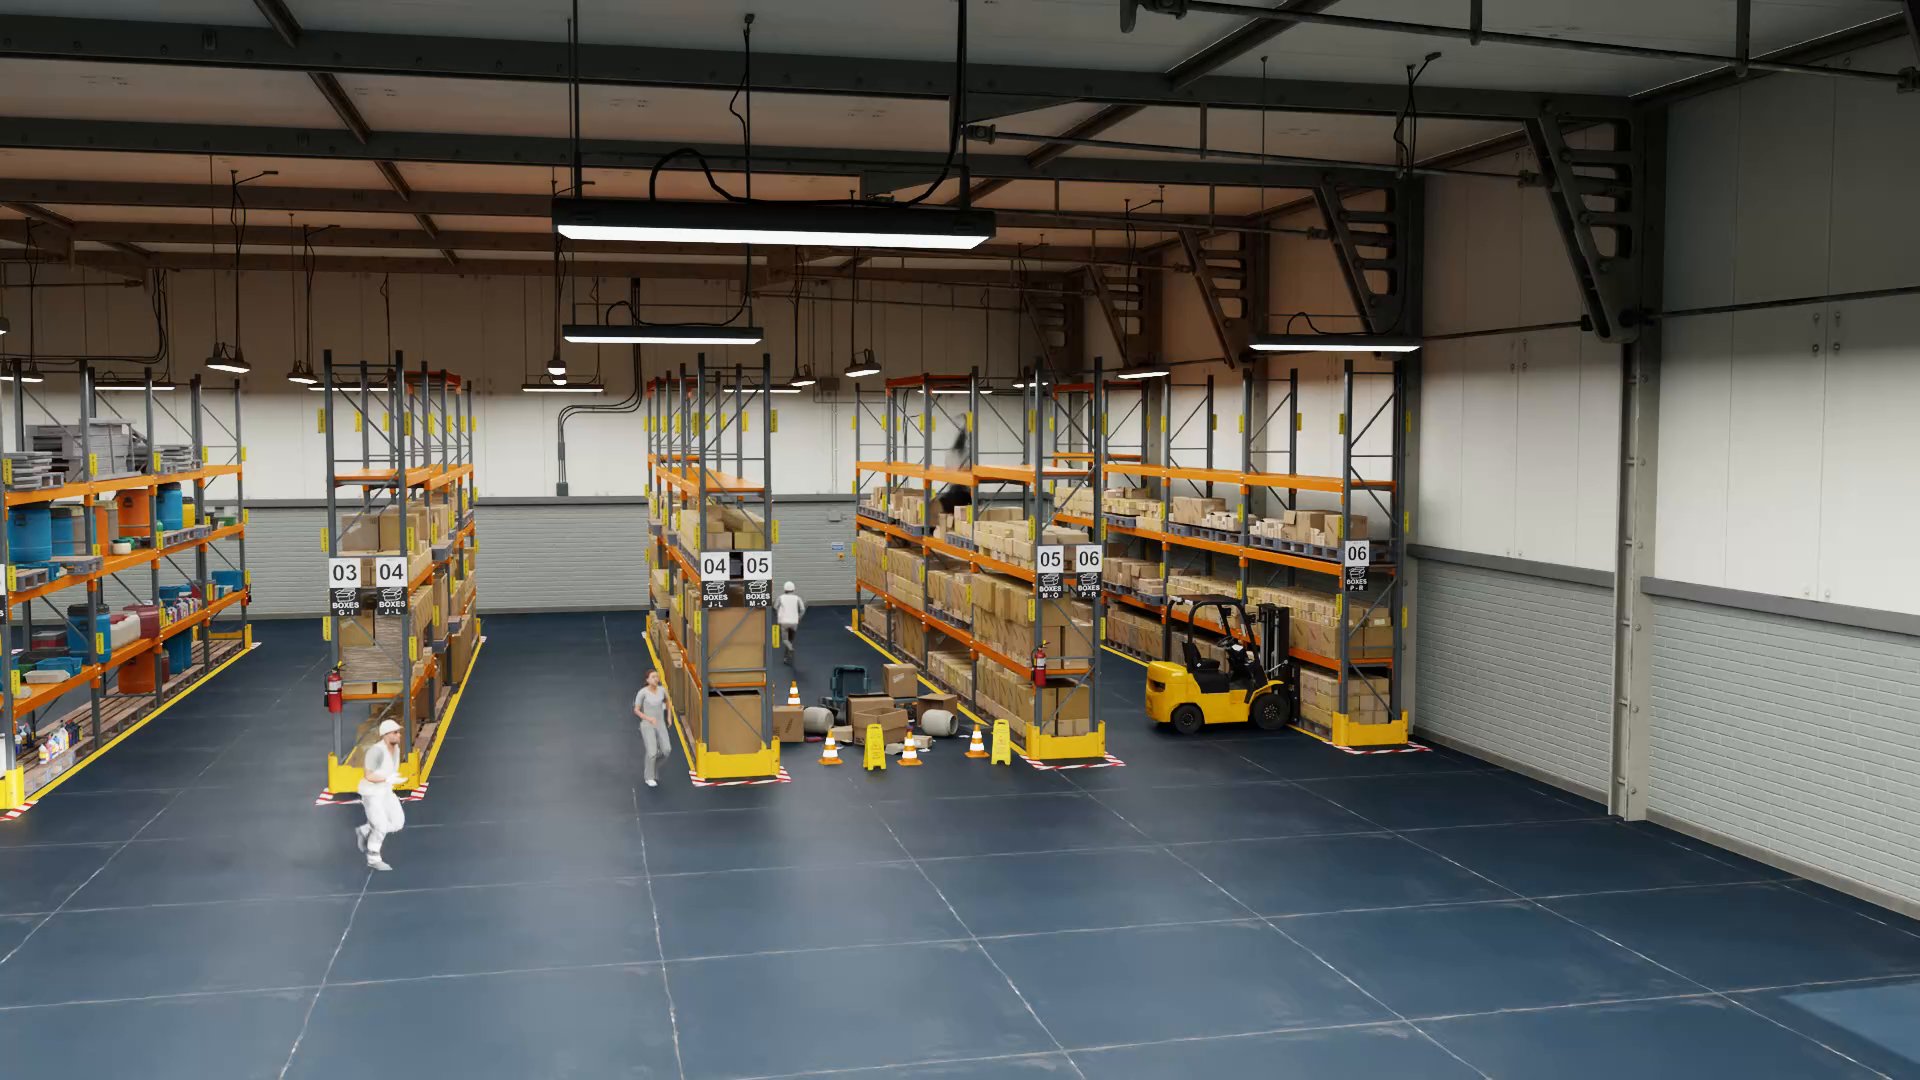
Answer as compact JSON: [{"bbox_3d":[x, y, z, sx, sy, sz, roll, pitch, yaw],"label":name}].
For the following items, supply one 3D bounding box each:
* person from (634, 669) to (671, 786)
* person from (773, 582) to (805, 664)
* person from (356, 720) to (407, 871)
[{"bbox_3d":[-4.216,2.585,22.992,0.605,1.631,0.580,-3,5,-38],"label":"person"},{"bbox_3d":[-3.532,1.759,34.415,0.660,1.766,0.957,-1,4,-16],"label":"person"},{"bbox_3d":[-6.466,2.860,18.633,0.712,1.721,0.647,1,4,17],"label":"person"}]
